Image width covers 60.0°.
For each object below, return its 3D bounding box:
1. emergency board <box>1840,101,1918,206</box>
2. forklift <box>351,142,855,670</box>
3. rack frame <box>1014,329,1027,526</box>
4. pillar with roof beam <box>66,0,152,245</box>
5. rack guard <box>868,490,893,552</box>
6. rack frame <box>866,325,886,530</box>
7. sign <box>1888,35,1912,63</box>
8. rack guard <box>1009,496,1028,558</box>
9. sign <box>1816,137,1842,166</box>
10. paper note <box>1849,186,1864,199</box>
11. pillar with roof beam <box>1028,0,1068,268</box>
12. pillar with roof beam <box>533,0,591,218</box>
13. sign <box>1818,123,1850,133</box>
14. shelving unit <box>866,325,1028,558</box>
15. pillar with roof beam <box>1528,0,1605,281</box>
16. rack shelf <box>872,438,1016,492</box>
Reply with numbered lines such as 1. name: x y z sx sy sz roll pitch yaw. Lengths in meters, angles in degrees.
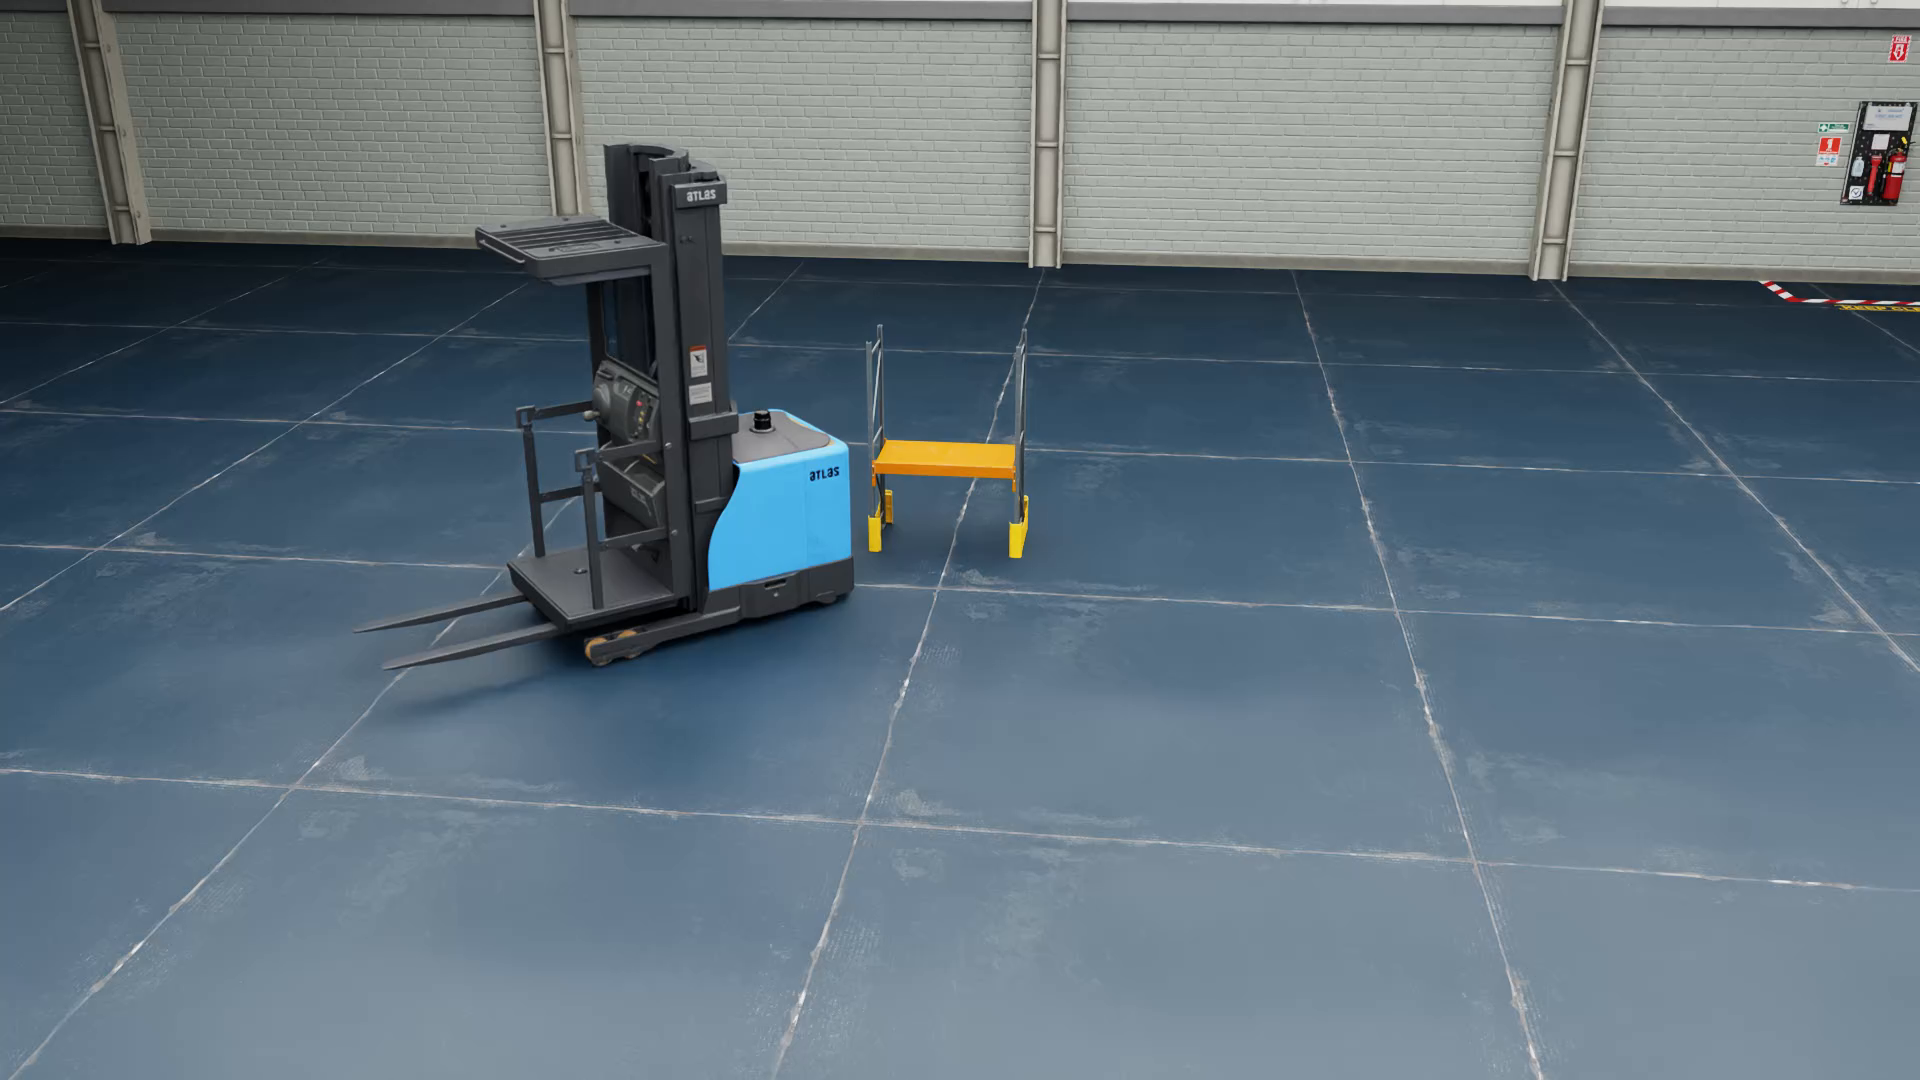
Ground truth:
1. emergency board: 10.520 -4.388 18.959 0.643 1.169 0.194 2 22 6
2. forklift: -2.208 -0.826 10.043 3.031 2.935 1.130 -14 25 -31
3. rack frame: 0.420 -0.679 11.618 0.032 1.500 0.500 2 22 6
4. pillar with roof beam: -11.370 -6.524 16.201 0.400 9.000 9.100 2 22 6
5. rack guard: -0.570 -0.141 11.957 0.087 0.250 0.587 2 22 6
6. rack frame: -0.590 -0.723 11.729 0.032 1.500 0.500 2 22 6
7. sign: 10.524 -5.503 18.626 0.199 0.298 0.001 2 22 6
8. rack guard: 0.419 -0.098 11.848 0.087 0.250 0.587 2 22 6
9. sign: 9.983 -4.466 19.108 0.234 0.329 0.001 2 22 6
10. paper note: 10.352 -4.011 19.204 0.142 0.148 0.016 2 22 6
11. pillar with roof beam: 0.546 -6.004 14.888 0.400 9.000 9.100 2 22 6
12. pillar with roof beam: -5.412 -6.264 15.545 0.400 9.000 9.100 2 22 6
13. sign: 9.986 -4.709 19.002 0.331 0.109 0.001 2 22 6
14. shelving unit: -0.076 -0.701 11.672 1.083 1.500 0.587 2 22 6
15. pillar with roof beam: 6.504 -5.745 14.231 0.400 9.000 9.100 2 22 6
16. rack shelf: -0.085 -0.534 11.740 1.000 0.185 0.538 2 22 6
